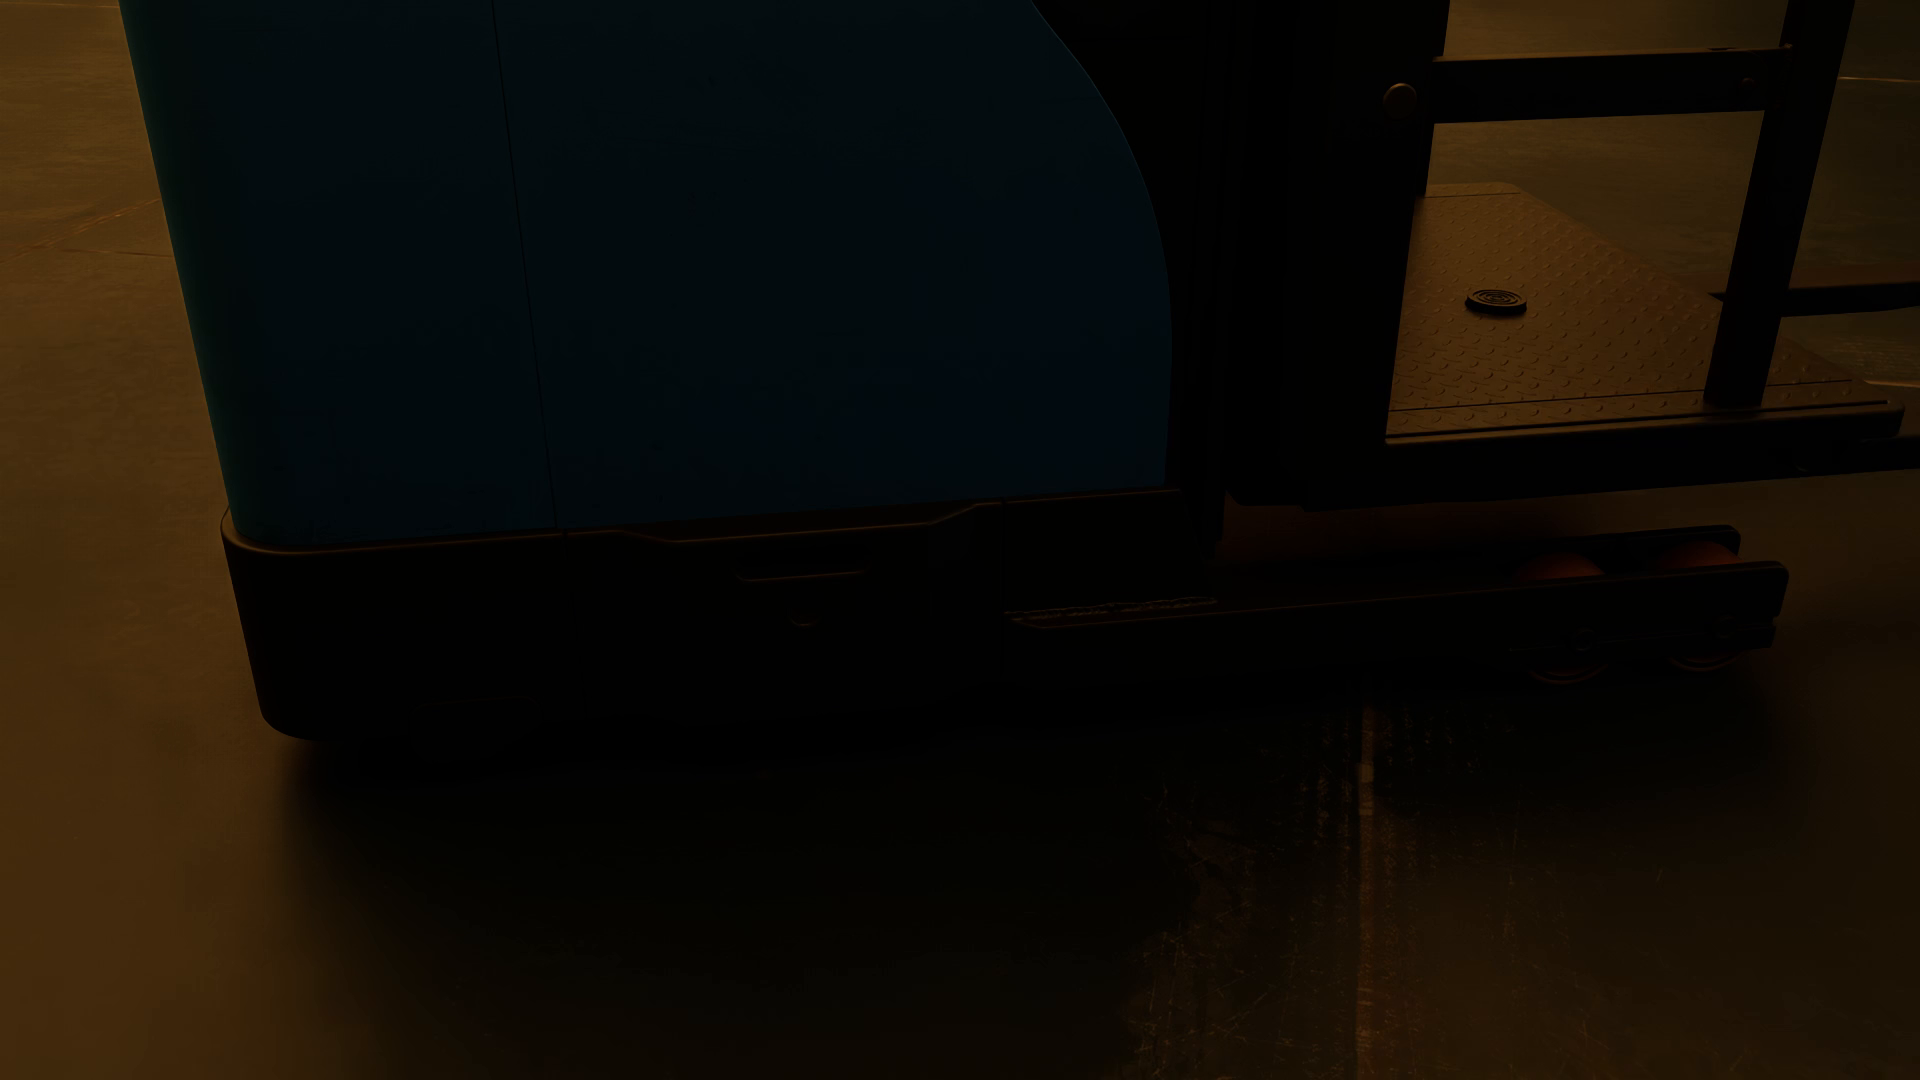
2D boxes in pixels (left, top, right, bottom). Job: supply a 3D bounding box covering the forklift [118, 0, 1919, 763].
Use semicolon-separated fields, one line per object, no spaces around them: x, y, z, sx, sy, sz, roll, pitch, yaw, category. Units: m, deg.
0.600;-1.354;1.930;3.031;2.935;1.130;-4;27;-9;forklift
